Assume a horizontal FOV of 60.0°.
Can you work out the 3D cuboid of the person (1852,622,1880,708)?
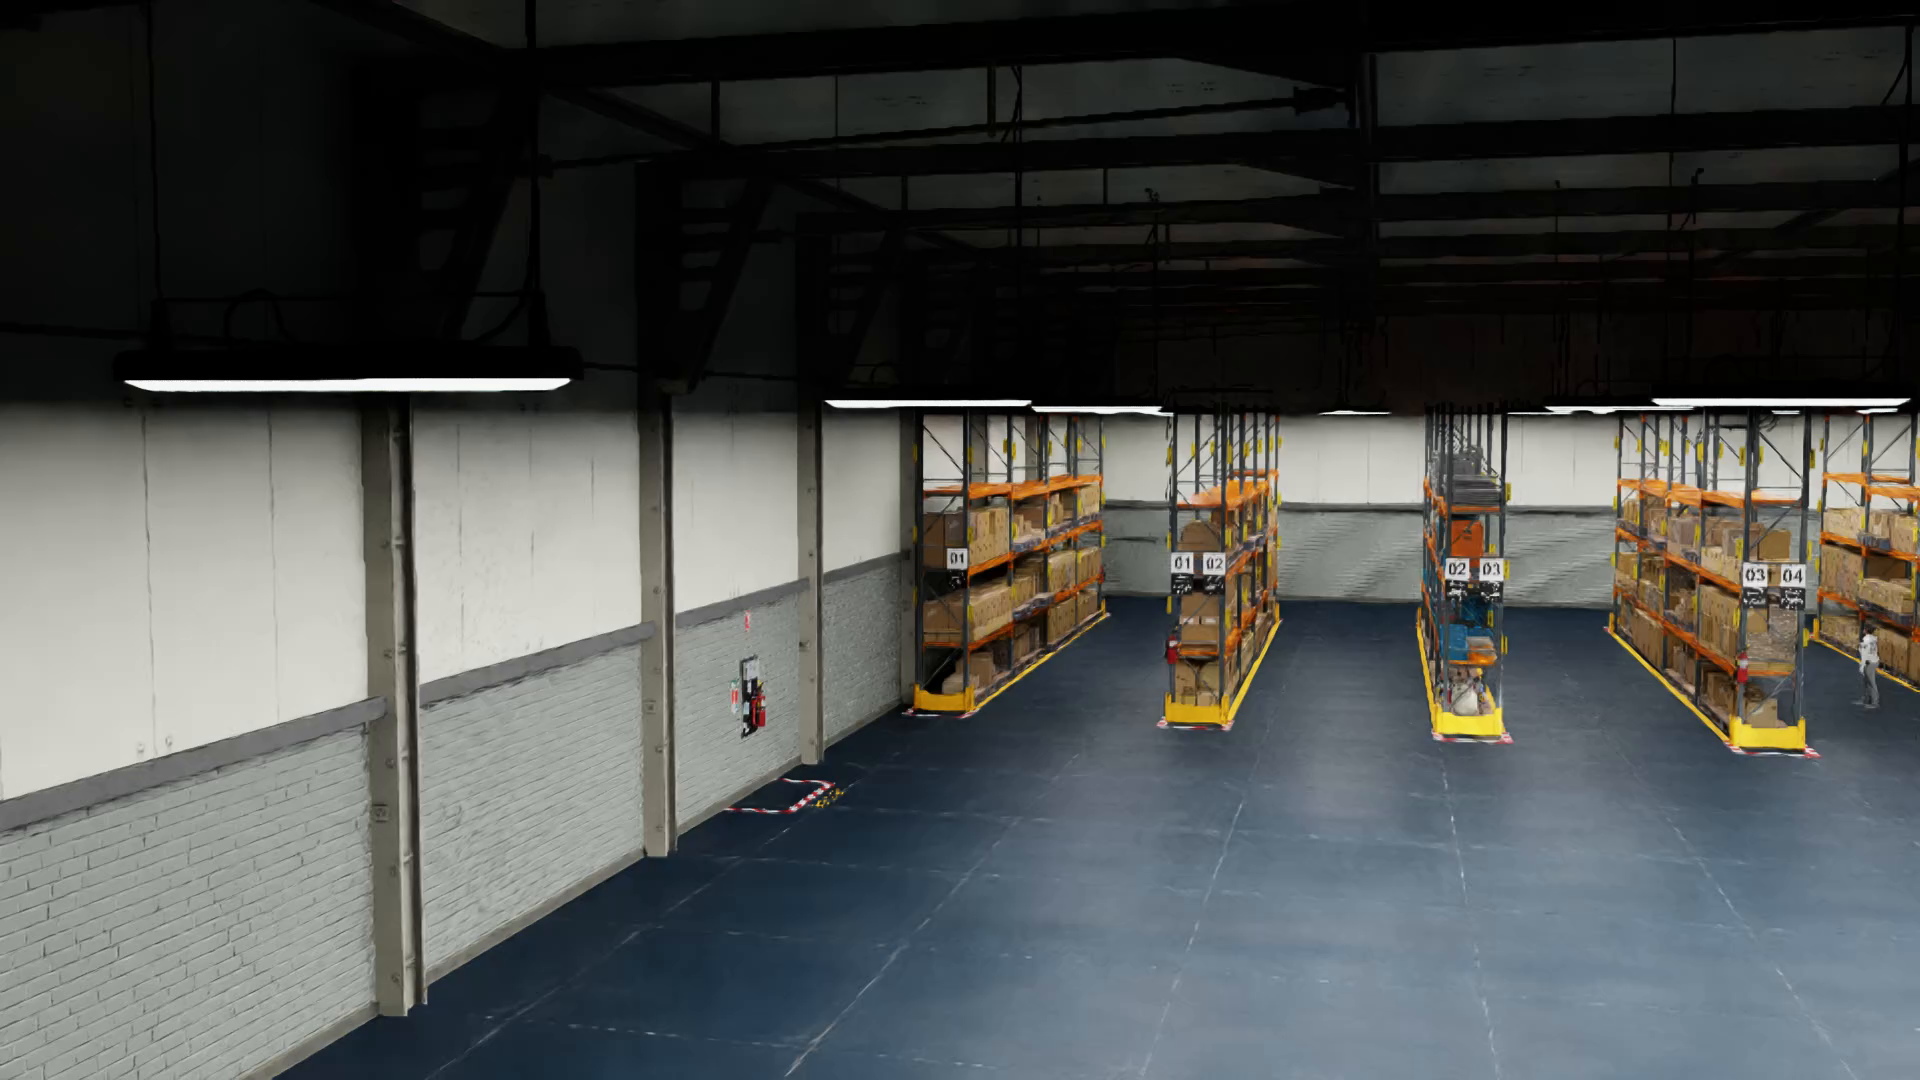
[{"bbox_3d":[17.891,2.453,32.810,0.532,1.665,0.569,4,6,42],"label":"person"}]

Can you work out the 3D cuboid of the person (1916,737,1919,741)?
[{"bbox_3d":[17.203,2.692,29.257,0.589,1.744,0.960,3,5,37],"label":"person"}]

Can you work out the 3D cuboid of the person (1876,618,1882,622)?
[{"bbox_3d":[25.844,1.459,46.750,0.481,1.690,0.608,-2,5,-22],"label":"person"}]
